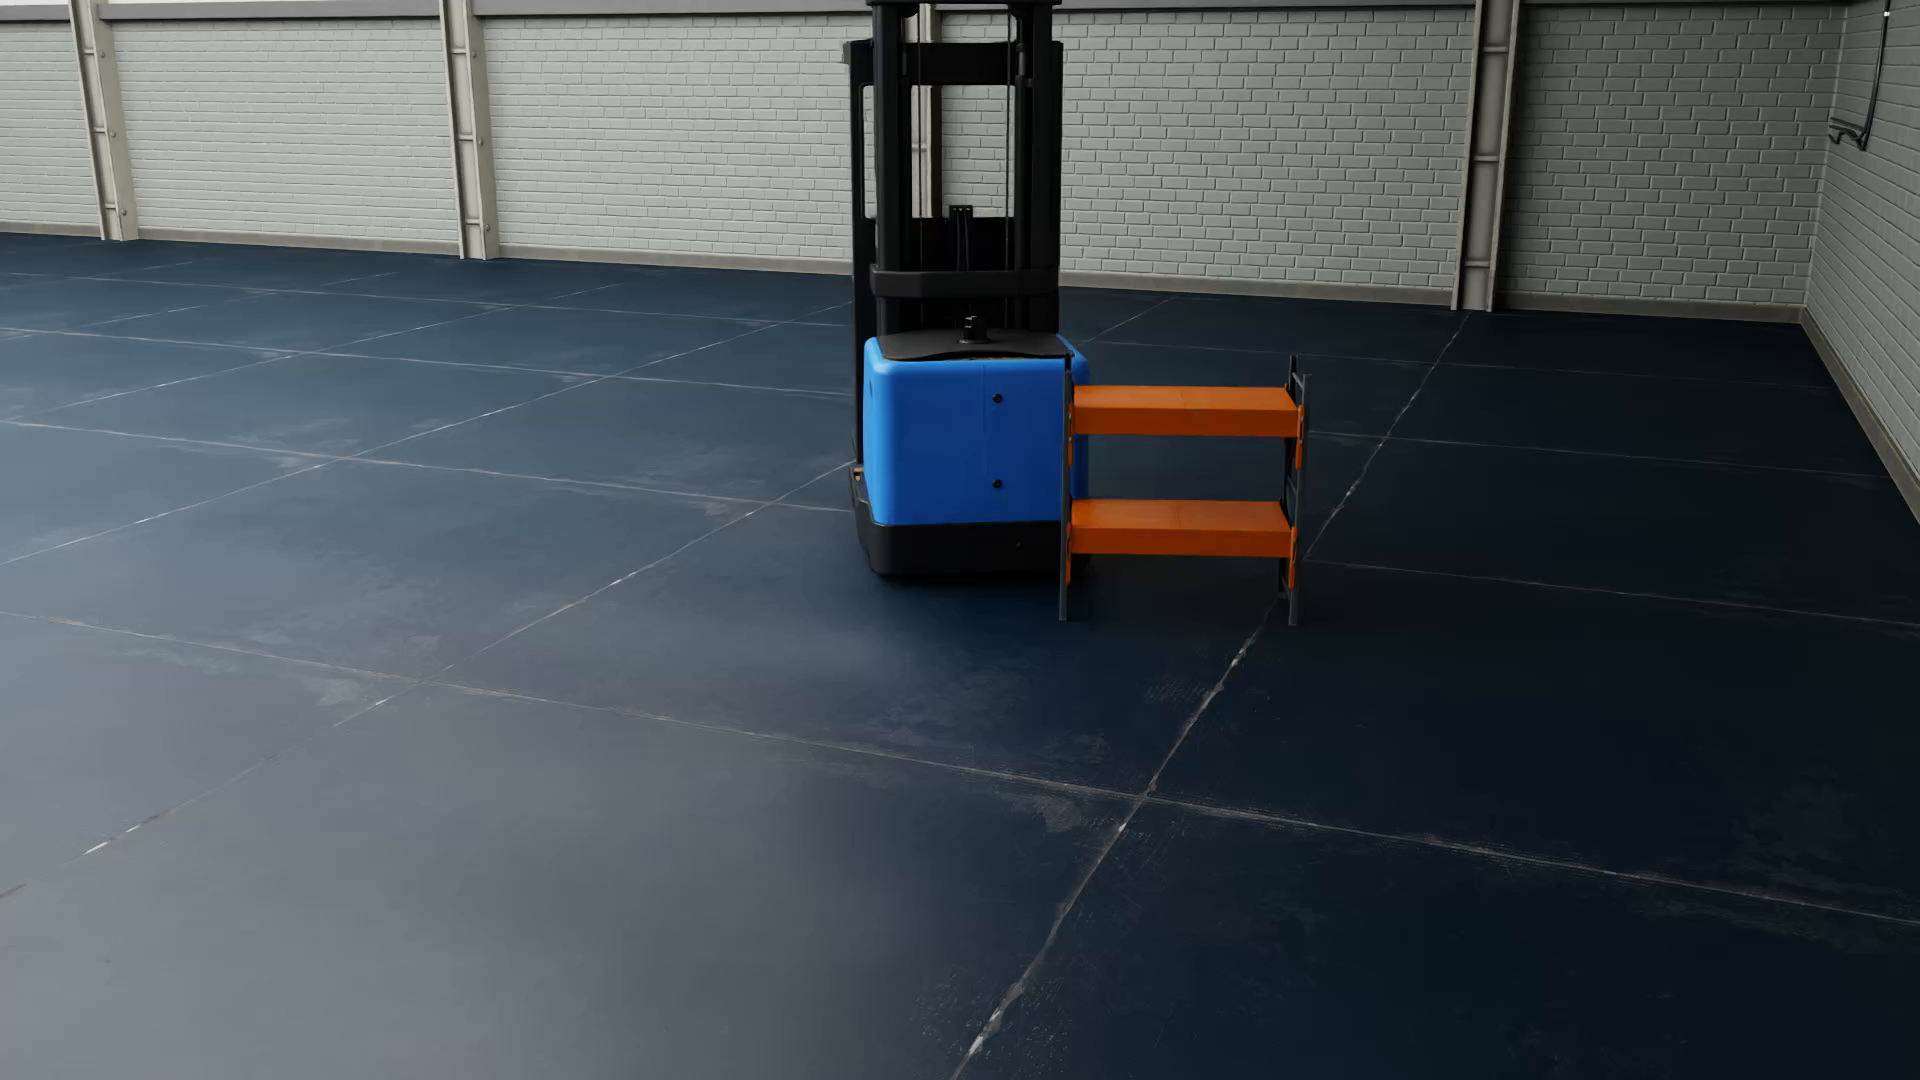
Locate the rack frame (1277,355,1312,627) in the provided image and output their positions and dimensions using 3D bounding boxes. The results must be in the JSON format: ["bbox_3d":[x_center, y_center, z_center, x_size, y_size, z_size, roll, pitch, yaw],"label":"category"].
[{"bbox_3d":[1.492,-0.227,7.436,0.032,1.125,0.500,1,16,4],"label":"rack frame"}]

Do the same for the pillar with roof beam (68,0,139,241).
[{"bbox_3d":[-13.185,-7.366,17.905,0.400,9.000,9.100,6,17,21],"label":"pillar with roof beam"}]

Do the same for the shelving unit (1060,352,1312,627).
[{"bbox_3d":[0.984,-0.236,7.468,1.048,1.125,0.538,1,16,4],"label":"shelving unit"}]

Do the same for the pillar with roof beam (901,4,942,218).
[{"bbox_3d":[-2.022,-6.138,13.677,0.400,9.000,9.100,6,17,21],"label":"pillar with roof beam"}]

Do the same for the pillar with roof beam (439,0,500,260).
[{"bbox_3d":[-7.603,-6.752,15.791,0.400,9.000,9.100,6,17,21],"label":"pillar with roof beam"}]

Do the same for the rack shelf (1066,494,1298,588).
[{"bbox_3d":[0.984,-0.001,7.536,1.000,0.278,0.538,1,16,4],"label":"rack shelf"}]

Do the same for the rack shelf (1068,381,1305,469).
[{"bbox_3d":[0.984,-0.517,7.386,1.000,0.278,0.538,1,16,4],"label":"rack shelf"}]

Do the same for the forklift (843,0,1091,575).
[{"bbox_3d":[-0.046,-1.607,8.952,1.130,2.935,3.031,-2,16,-6],"label":"forklift"}]

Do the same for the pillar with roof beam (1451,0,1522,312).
[{"bbox_3d":[3.560,-5.524,11.562,0.400,9.000,9.100,6,17,21],"label":"pillar with roof beam"}]

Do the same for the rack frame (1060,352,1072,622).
[{"bbox_3d":[0.477,-0.245,7.500,0.032,1.125,0.500,1,16,4],"label":"rack frame"}]

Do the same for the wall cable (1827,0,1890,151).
[{"bbox_3d":[7.395,-4.505,13.622,0.112,2.526,3.097,6,17,21],"label":"wall cable"}]
